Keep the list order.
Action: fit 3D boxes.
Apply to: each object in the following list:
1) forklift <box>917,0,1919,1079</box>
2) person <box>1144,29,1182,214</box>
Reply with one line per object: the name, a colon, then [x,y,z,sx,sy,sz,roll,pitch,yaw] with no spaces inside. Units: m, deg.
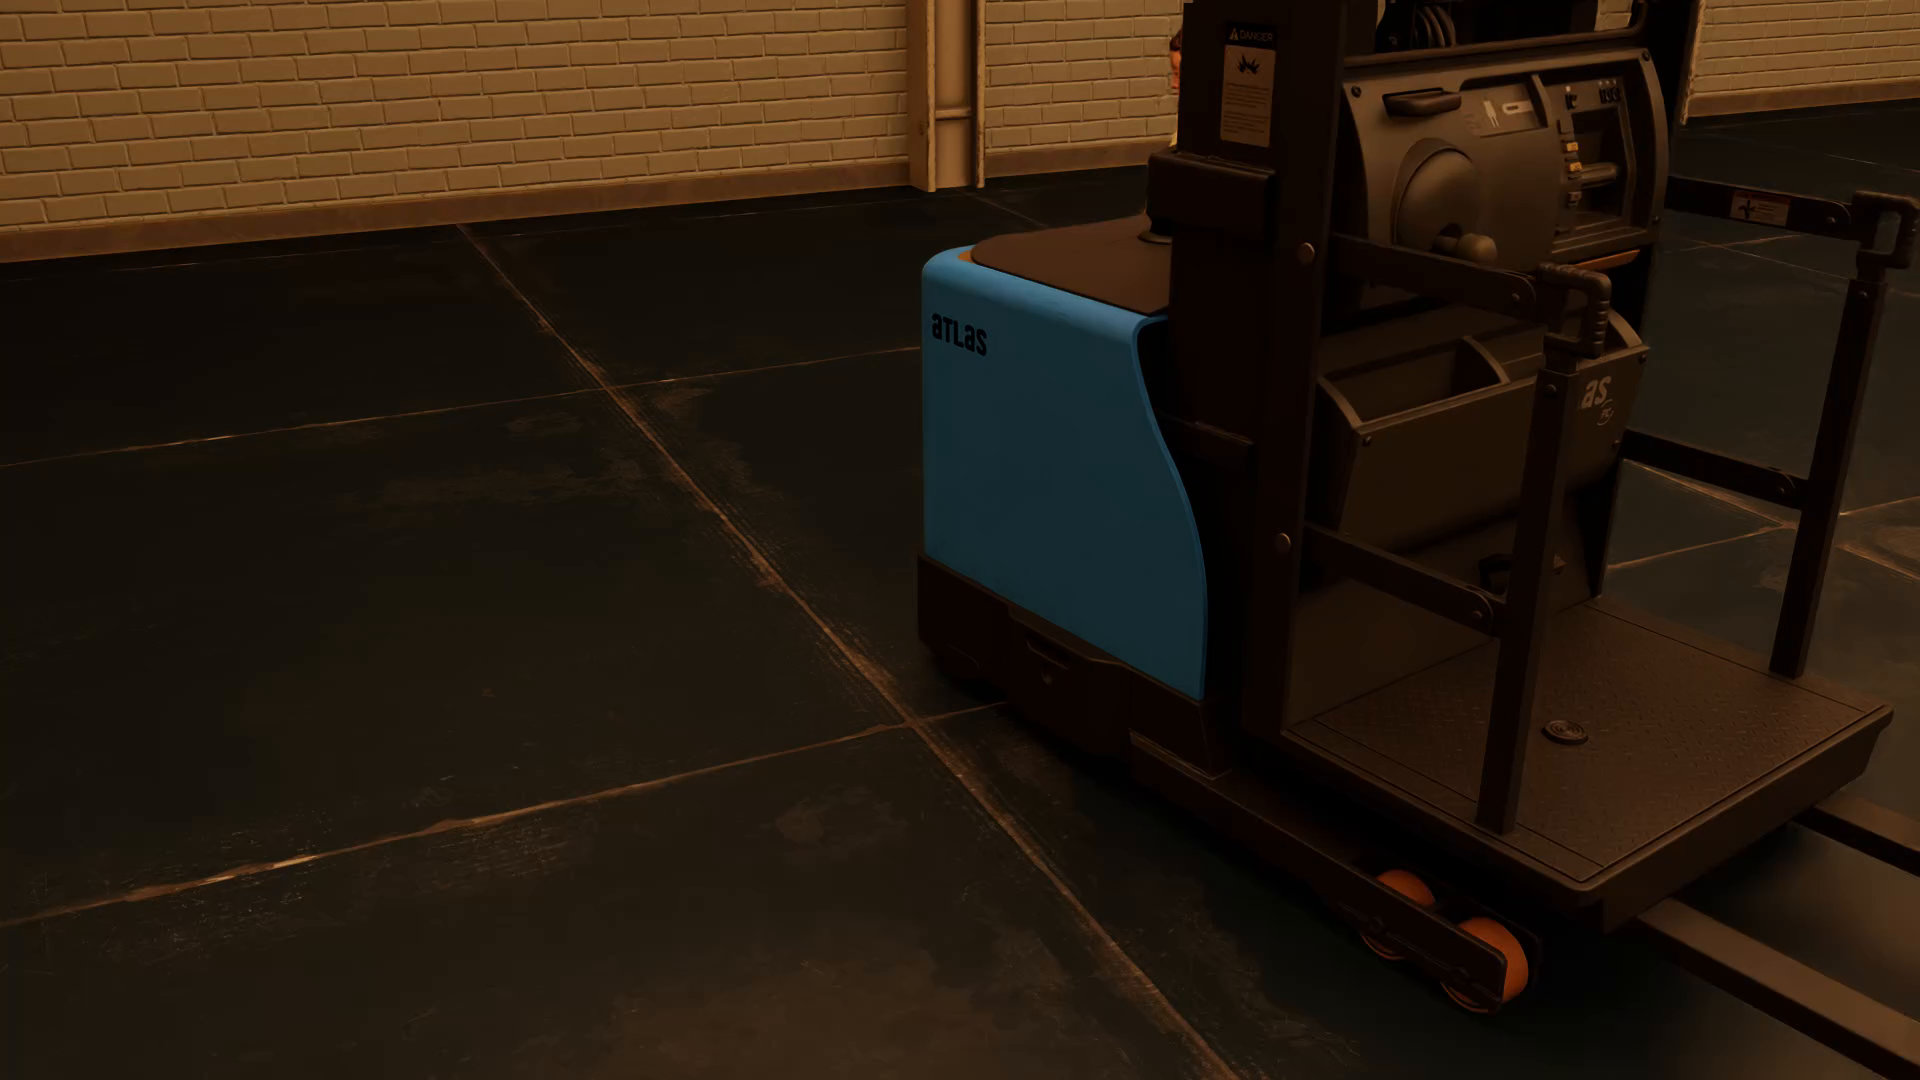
forklift: [1.180,-0.708,2.990,1.130,2.935,3.031,-16,28,-34]
person: [0.849,-0.960,5.559,0.609,1.465,0.692,-3,23,-6]
